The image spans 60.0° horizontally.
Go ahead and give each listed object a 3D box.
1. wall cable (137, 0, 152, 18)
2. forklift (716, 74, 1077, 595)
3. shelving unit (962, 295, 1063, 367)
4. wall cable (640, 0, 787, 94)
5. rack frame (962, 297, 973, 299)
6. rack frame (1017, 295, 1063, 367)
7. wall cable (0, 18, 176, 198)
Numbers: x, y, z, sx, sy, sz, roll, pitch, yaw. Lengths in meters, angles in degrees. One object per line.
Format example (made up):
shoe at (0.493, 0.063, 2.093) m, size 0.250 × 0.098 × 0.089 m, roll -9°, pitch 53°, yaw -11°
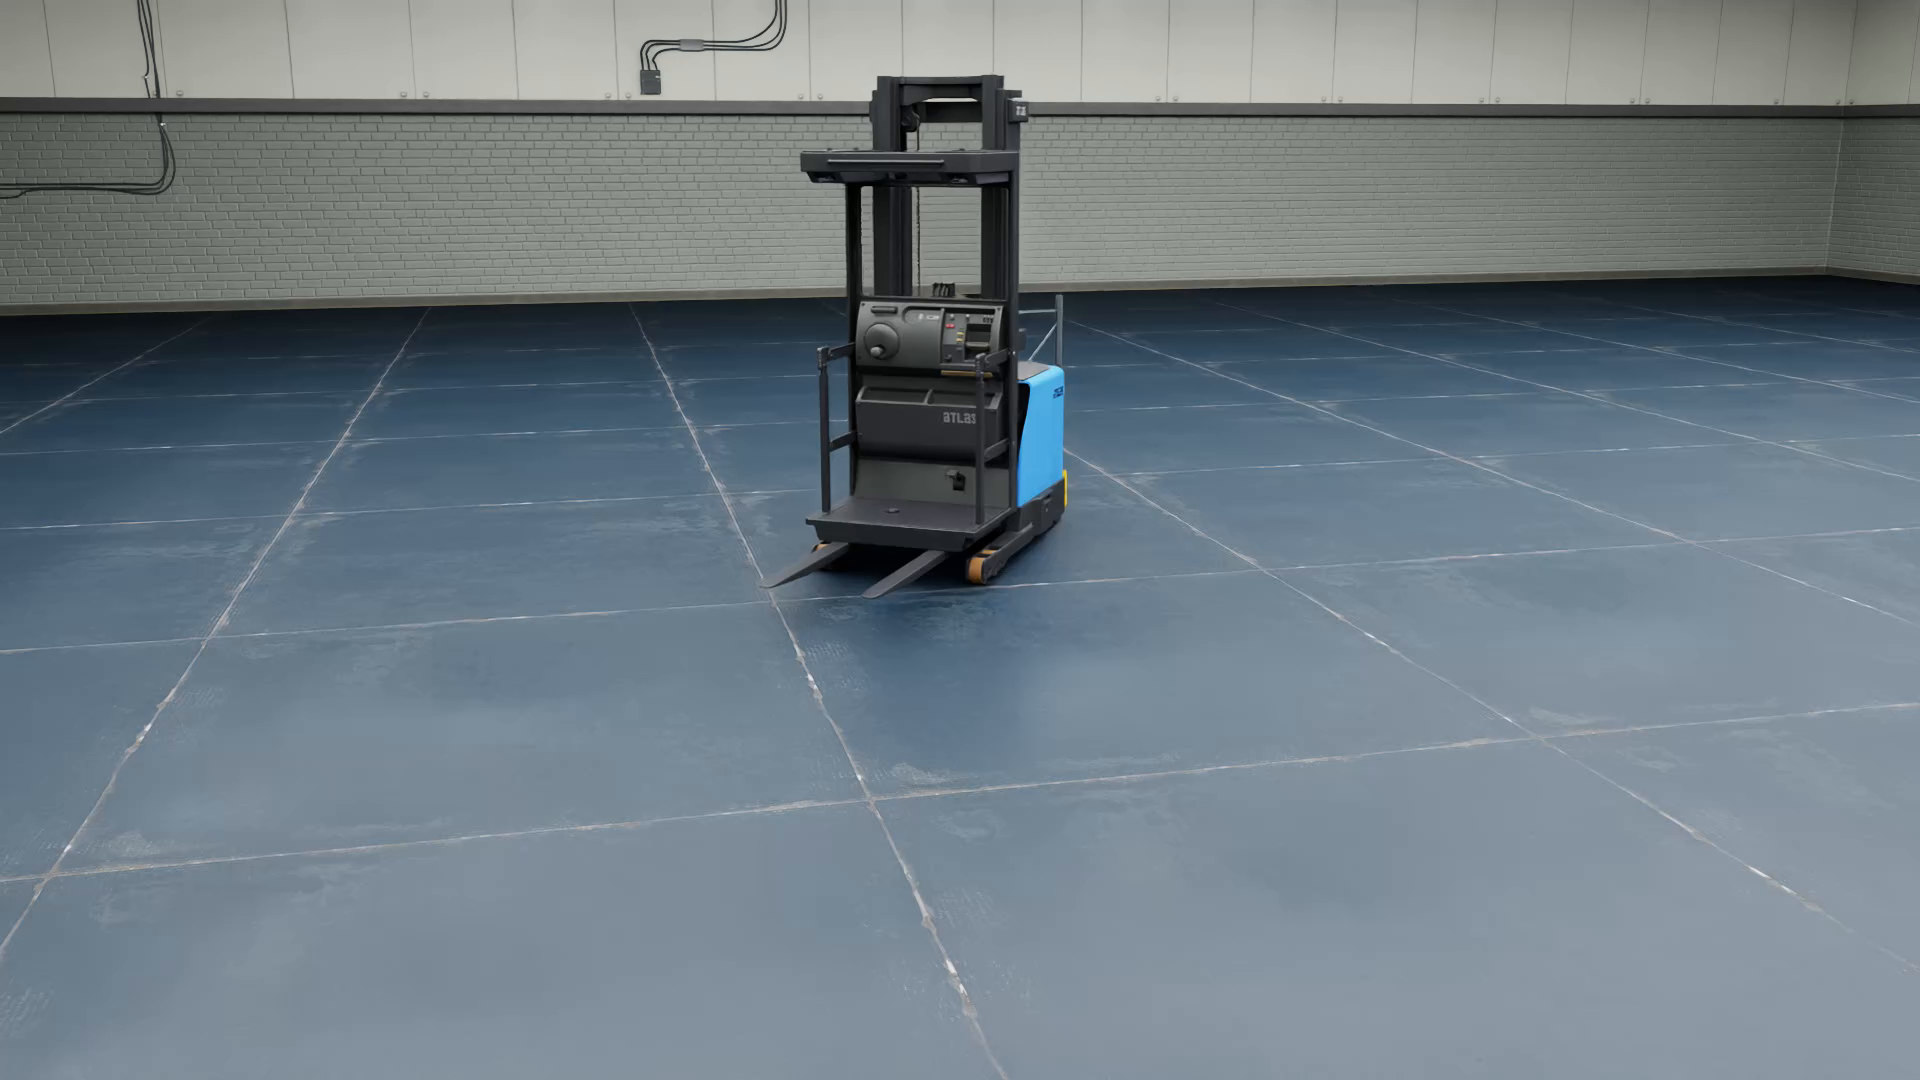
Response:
wall cable at (-10.417, -8.811, 23.934) m, size 3.097 × 2.526 × 0.112 m, roll -3°, pitch 14°, yaw -13°
forklift at (-0.340, -1.276, 9.975) m, size 1.130 × 2.935 × 3.031 m, roll 7°, pitch 15°, yaw 27°
shelving unit at (0.272, -1.064, 12.121) m, size 0.587 × 1.500 × 1.083 m, roll -6°, pitch 15°, yaw -25°
wall cable at (-3.815, -9.893, 25.295) m, size 2.305 × 6.003 × 0.169 m, roll -3°, pitch 14°, yaw -13°
rack frame at (0.051, -1.175, 12.575) m, size 0.500 × 1.500 × 0.032 m, roll -6°, pitch 15°, yaw -25°
rack frame at (0.486, -0.957, 11.682) m, size 0.500 × 1.500 × 0.032 m, roll -6°, pitch 15°, yaw -25°
wall cable at (-13.047, -6.207, 23.916) m, size 3.097 × 2.526 × 0.112 m, roll -3°, pitch 14°, yaw -13°
